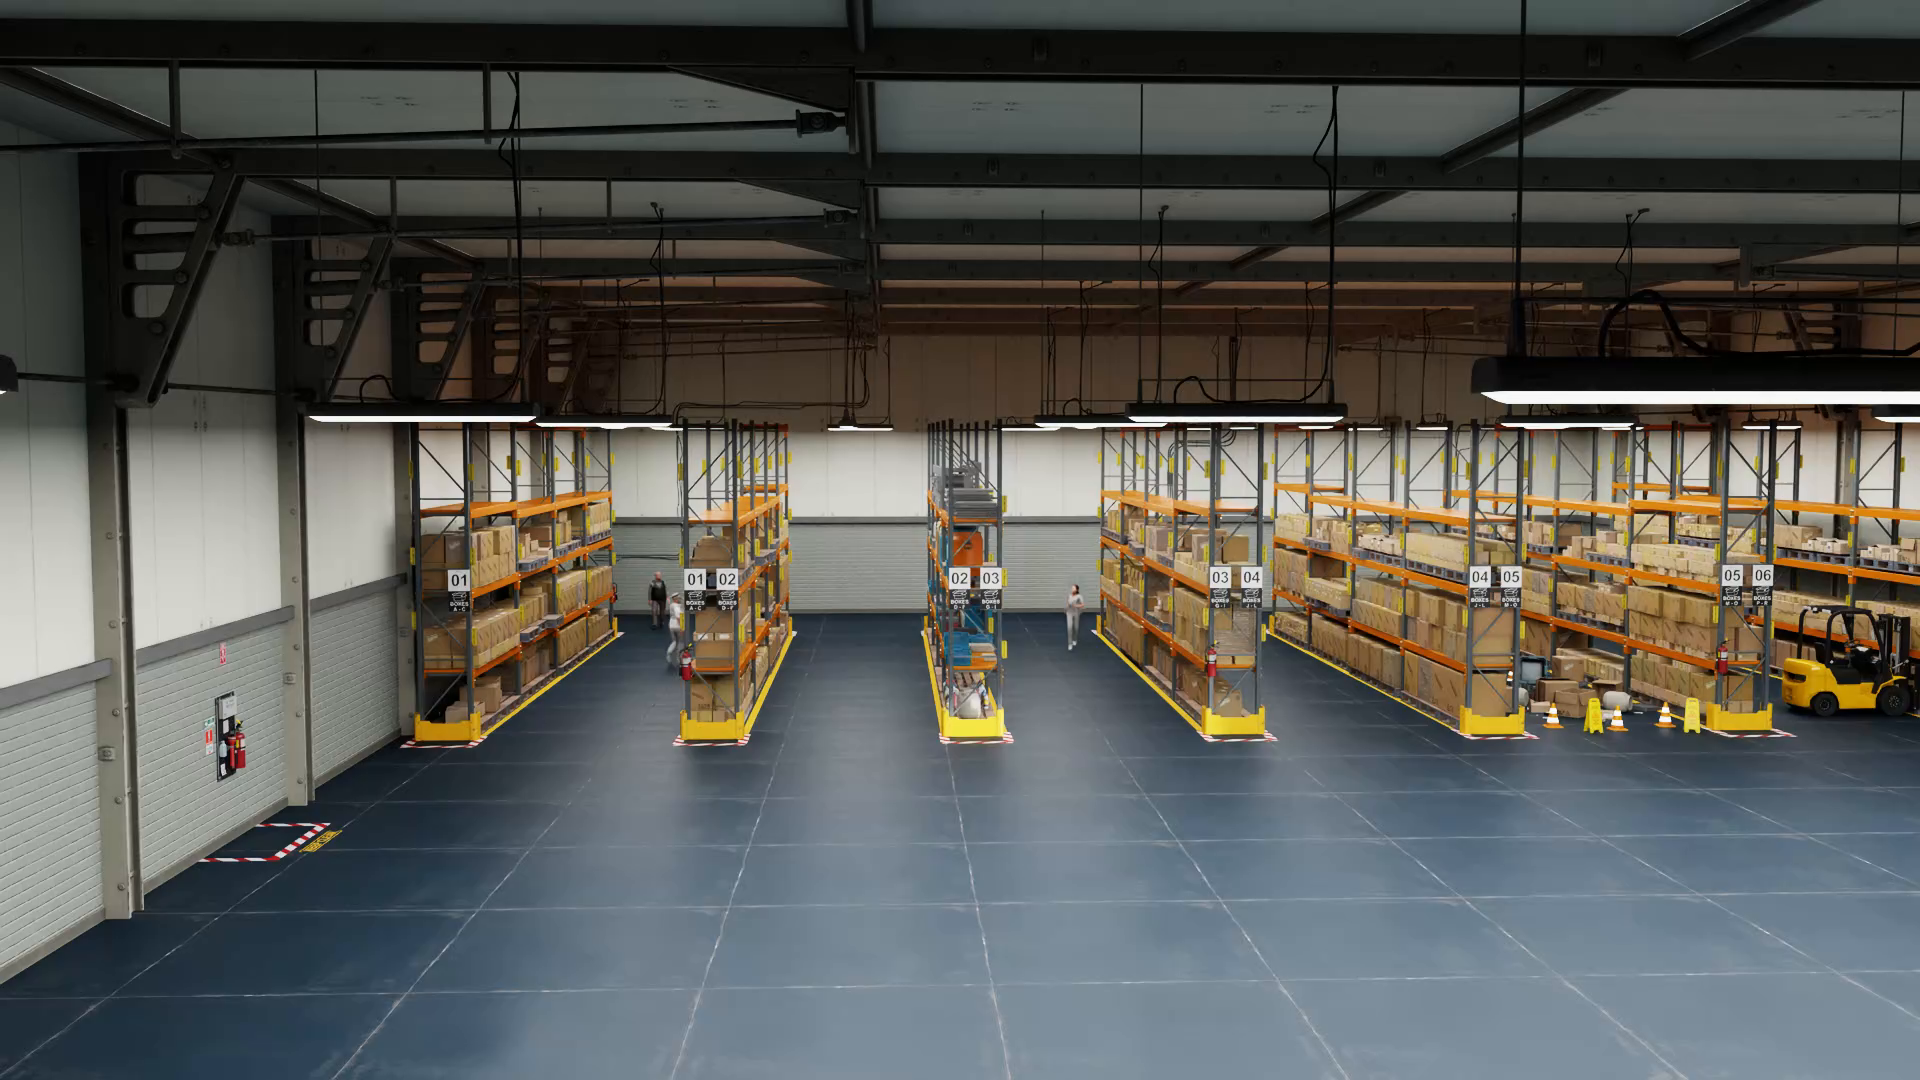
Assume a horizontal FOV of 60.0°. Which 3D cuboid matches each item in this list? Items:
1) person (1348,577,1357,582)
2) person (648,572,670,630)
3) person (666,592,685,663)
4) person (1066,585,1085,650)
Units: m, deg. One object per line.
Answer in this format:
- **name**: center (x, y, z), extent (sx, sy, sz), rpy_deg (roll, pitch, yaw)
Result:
- **person**: center (11.325, 1.798, 48.349), extent (1.035, 1.613, 0.525), rpy_deg (1, 4, 22)
- **person**: center (-8.762, 1.766, 48.413), extent (0.626, 1.662, 1.044), rpy_deg (-1, 4, -9)
- **person**: center (-7.044, 2.179, 41.356), extent (0.521, 1.760, 0.574), rpy_deg (2, 4, 33)
- **person**: center (3.058, 2.034, 44.114), extent (0.471, 1.704, 0.795), rpy_deg (0, 4, 1)
